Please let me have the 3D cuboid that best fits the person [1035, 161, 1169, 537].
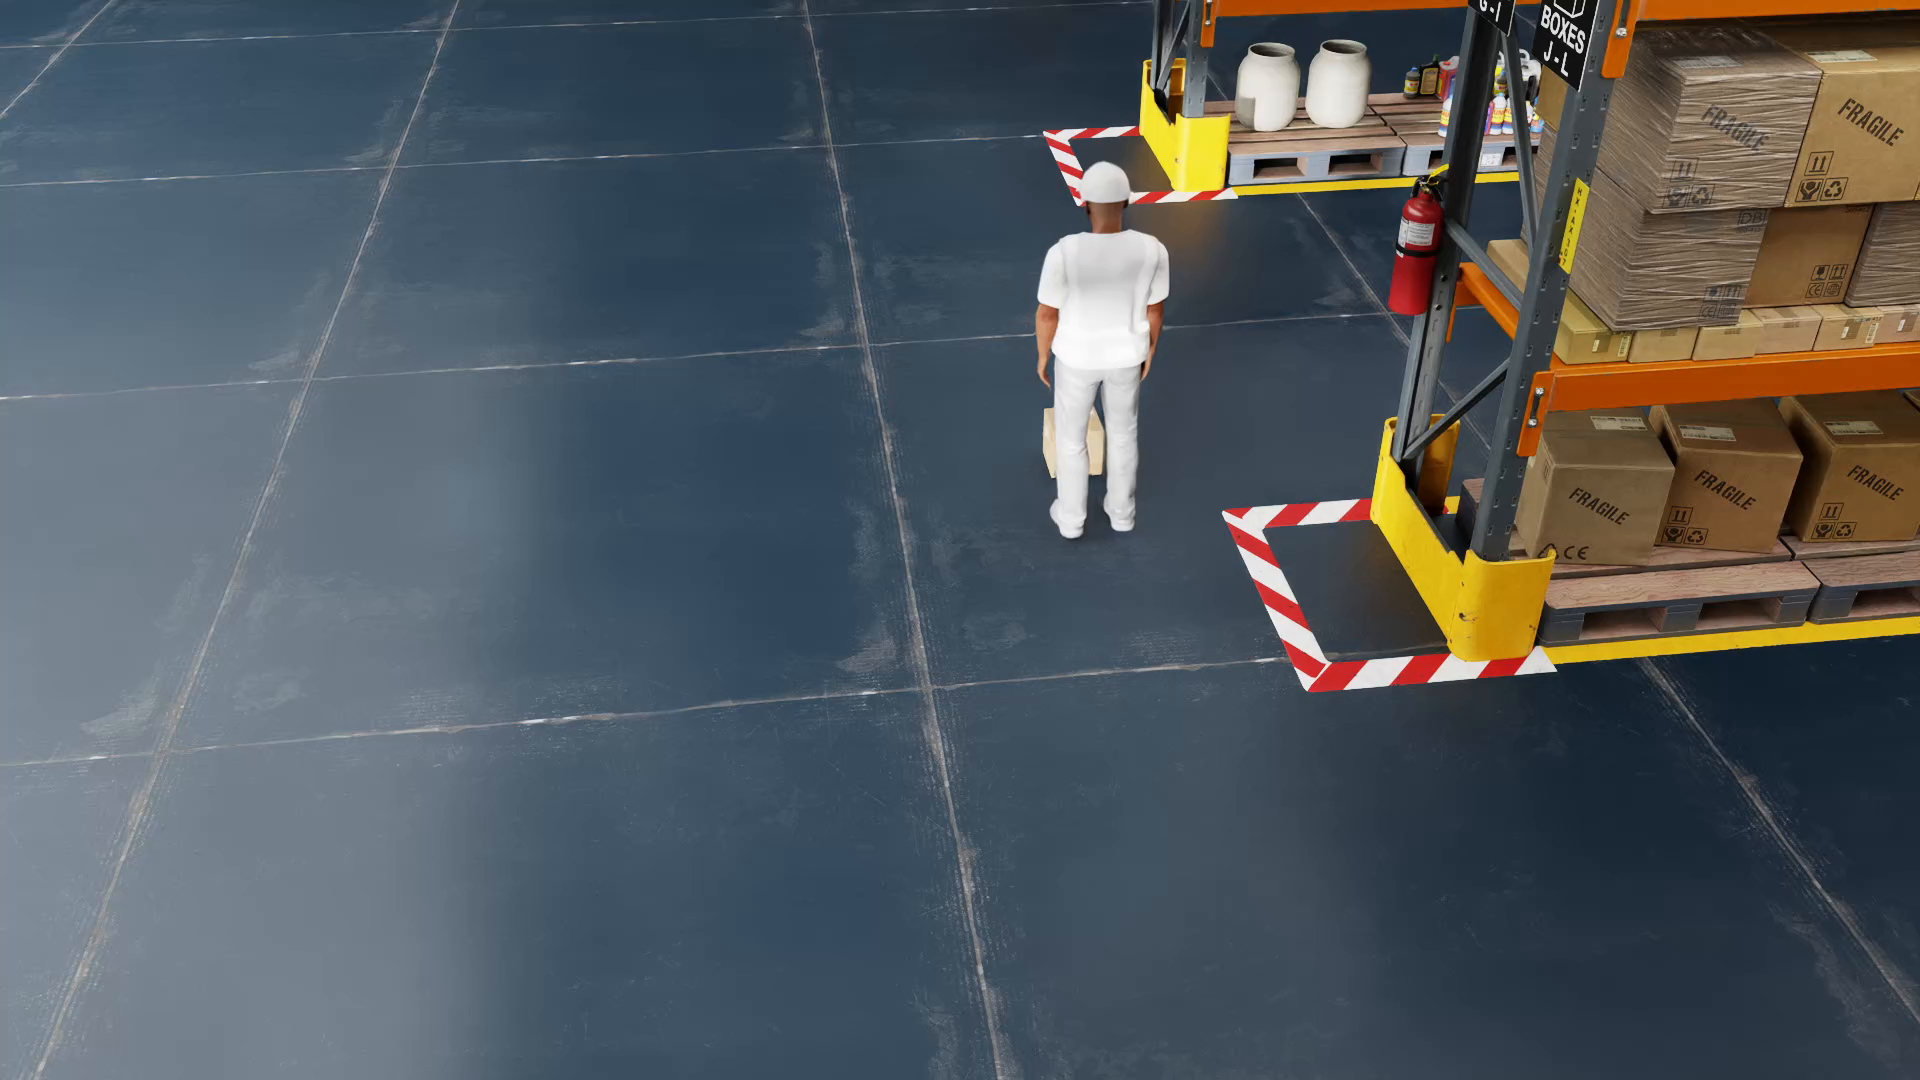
[{"bbox_3d":[0.604,-0.814,7.316,0.567,1.768,0.368,-4,35,-5],"label":"person"}]
